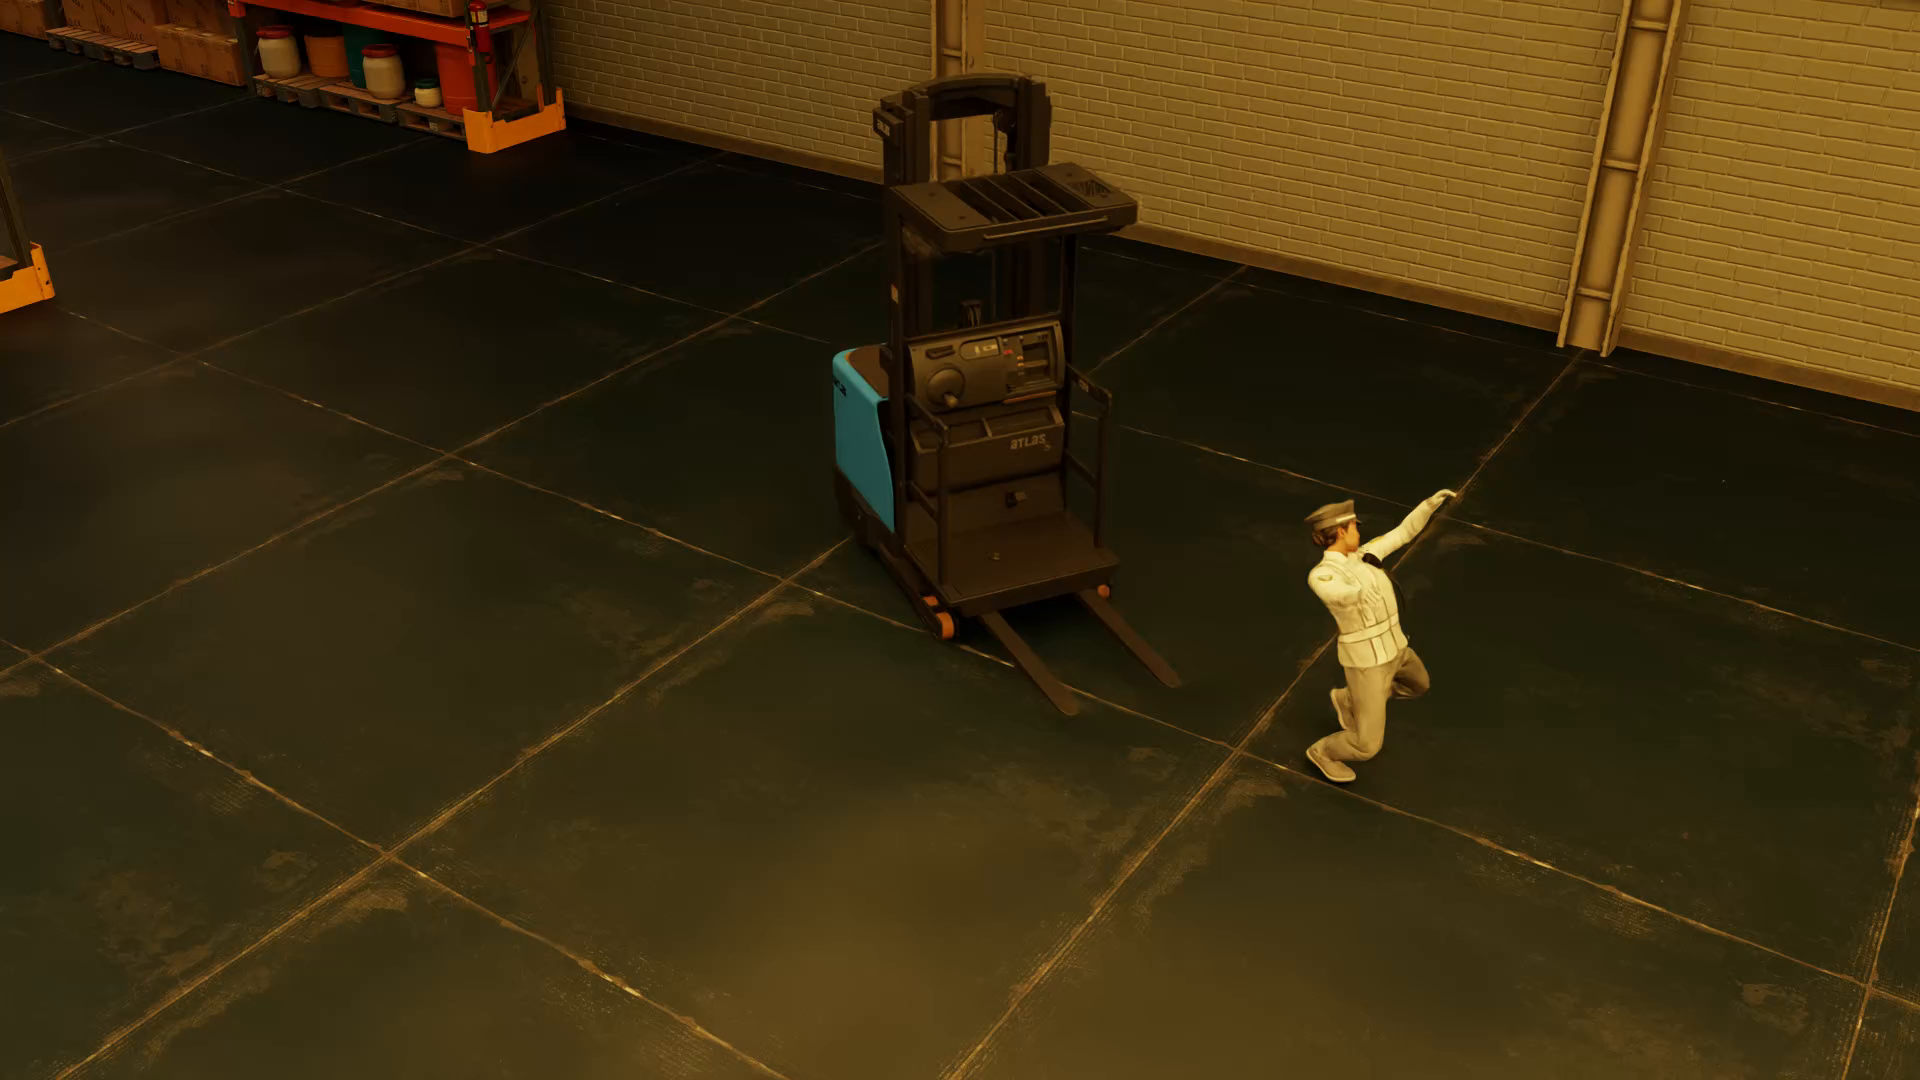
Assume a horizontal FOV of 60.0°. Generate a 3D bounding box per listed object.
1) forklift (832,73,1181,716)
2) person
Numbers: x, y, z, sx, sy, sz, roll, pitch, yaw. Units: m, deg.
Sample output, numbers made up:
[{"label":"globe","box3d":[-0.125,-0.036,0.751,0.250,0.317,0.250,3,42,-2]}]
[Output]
[{"label":"forklift","box3d":[0.247,-0.938,9.197,1.130,2.935,3.031,-13,32,-21]},{"label":"person","box3d":[1.862,0.493,8.085,0.692,1.537,0.936,19,35,30]}]
